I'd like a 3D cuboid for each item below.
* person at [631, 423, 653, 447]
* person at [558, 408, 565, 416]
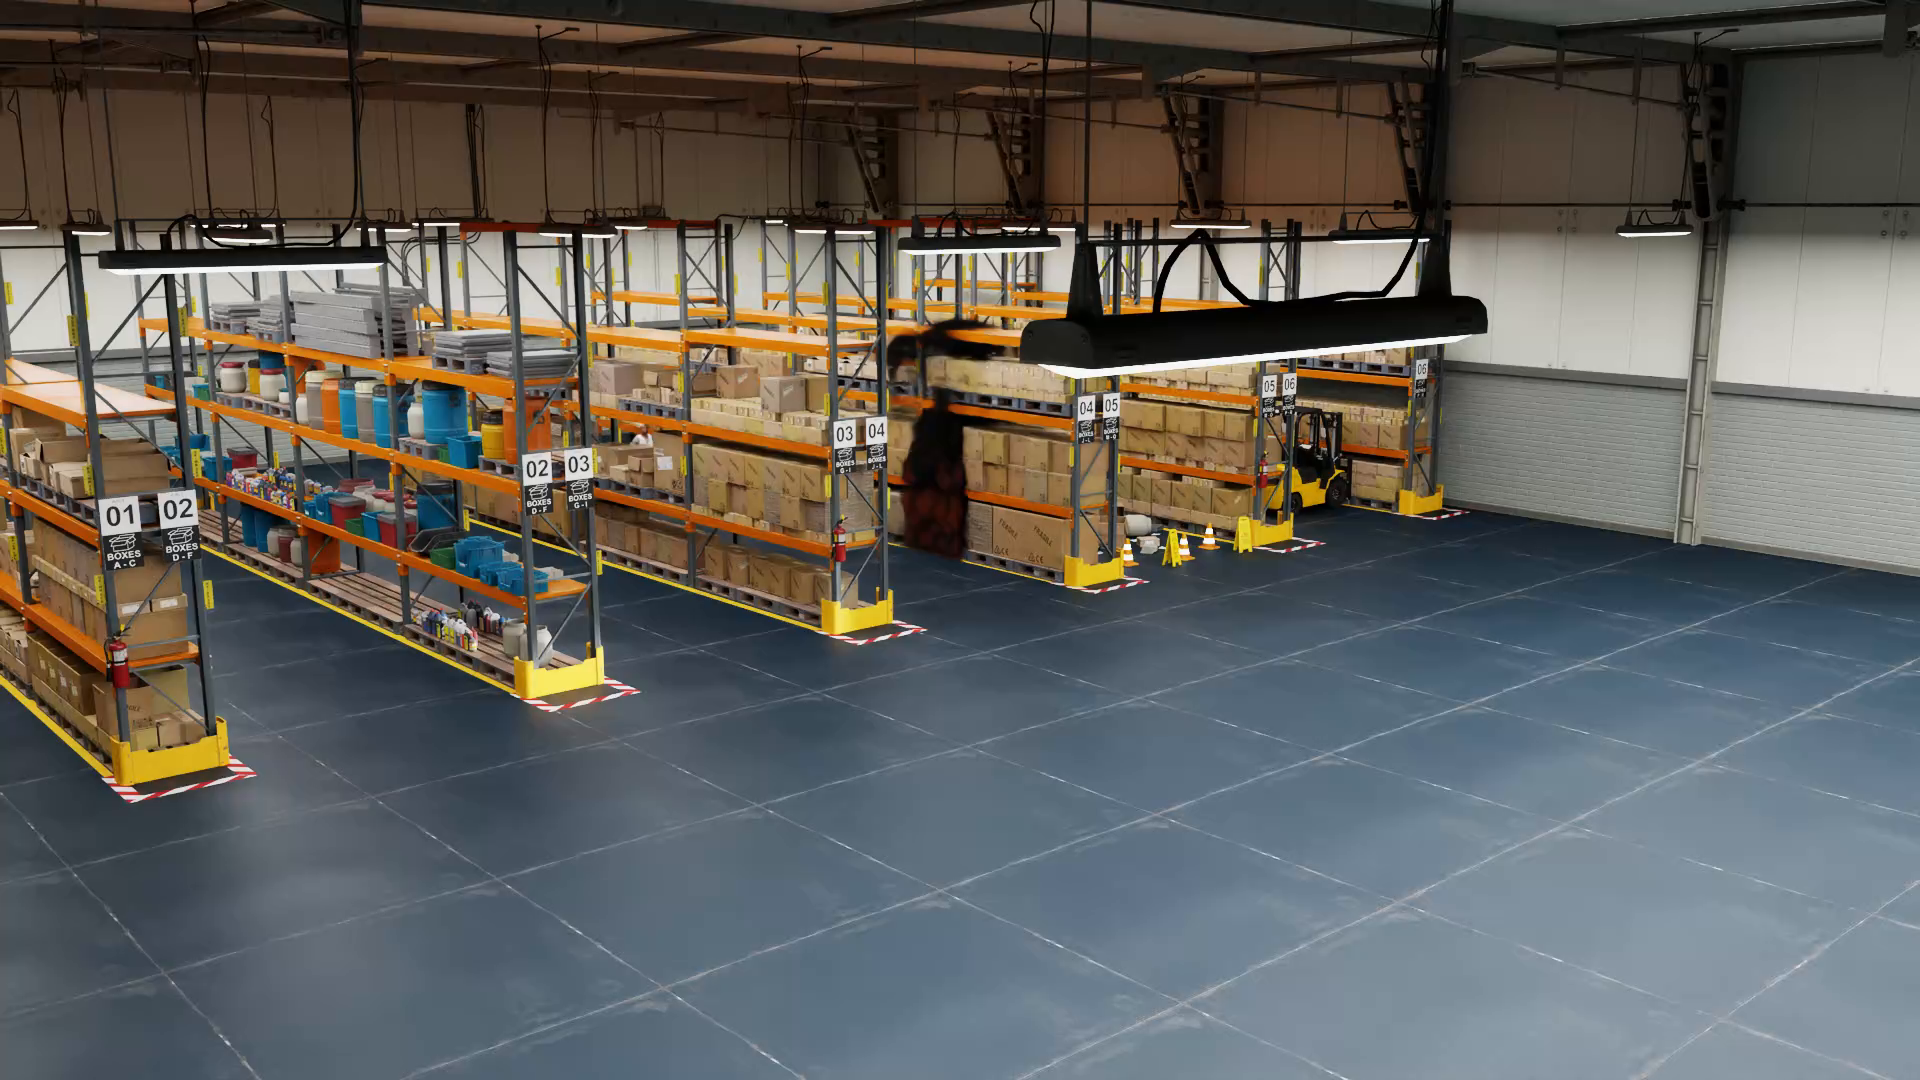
[{"bbox_3d":[-6.745,-1.674,35.729,0.670,1.757,0.927,-9,15,-39],"label":"person"},{"bbox_3d":[-9.574,-2.427,39.877,0.660,1.621,0.519,8,14,34],"label":"person"}]
